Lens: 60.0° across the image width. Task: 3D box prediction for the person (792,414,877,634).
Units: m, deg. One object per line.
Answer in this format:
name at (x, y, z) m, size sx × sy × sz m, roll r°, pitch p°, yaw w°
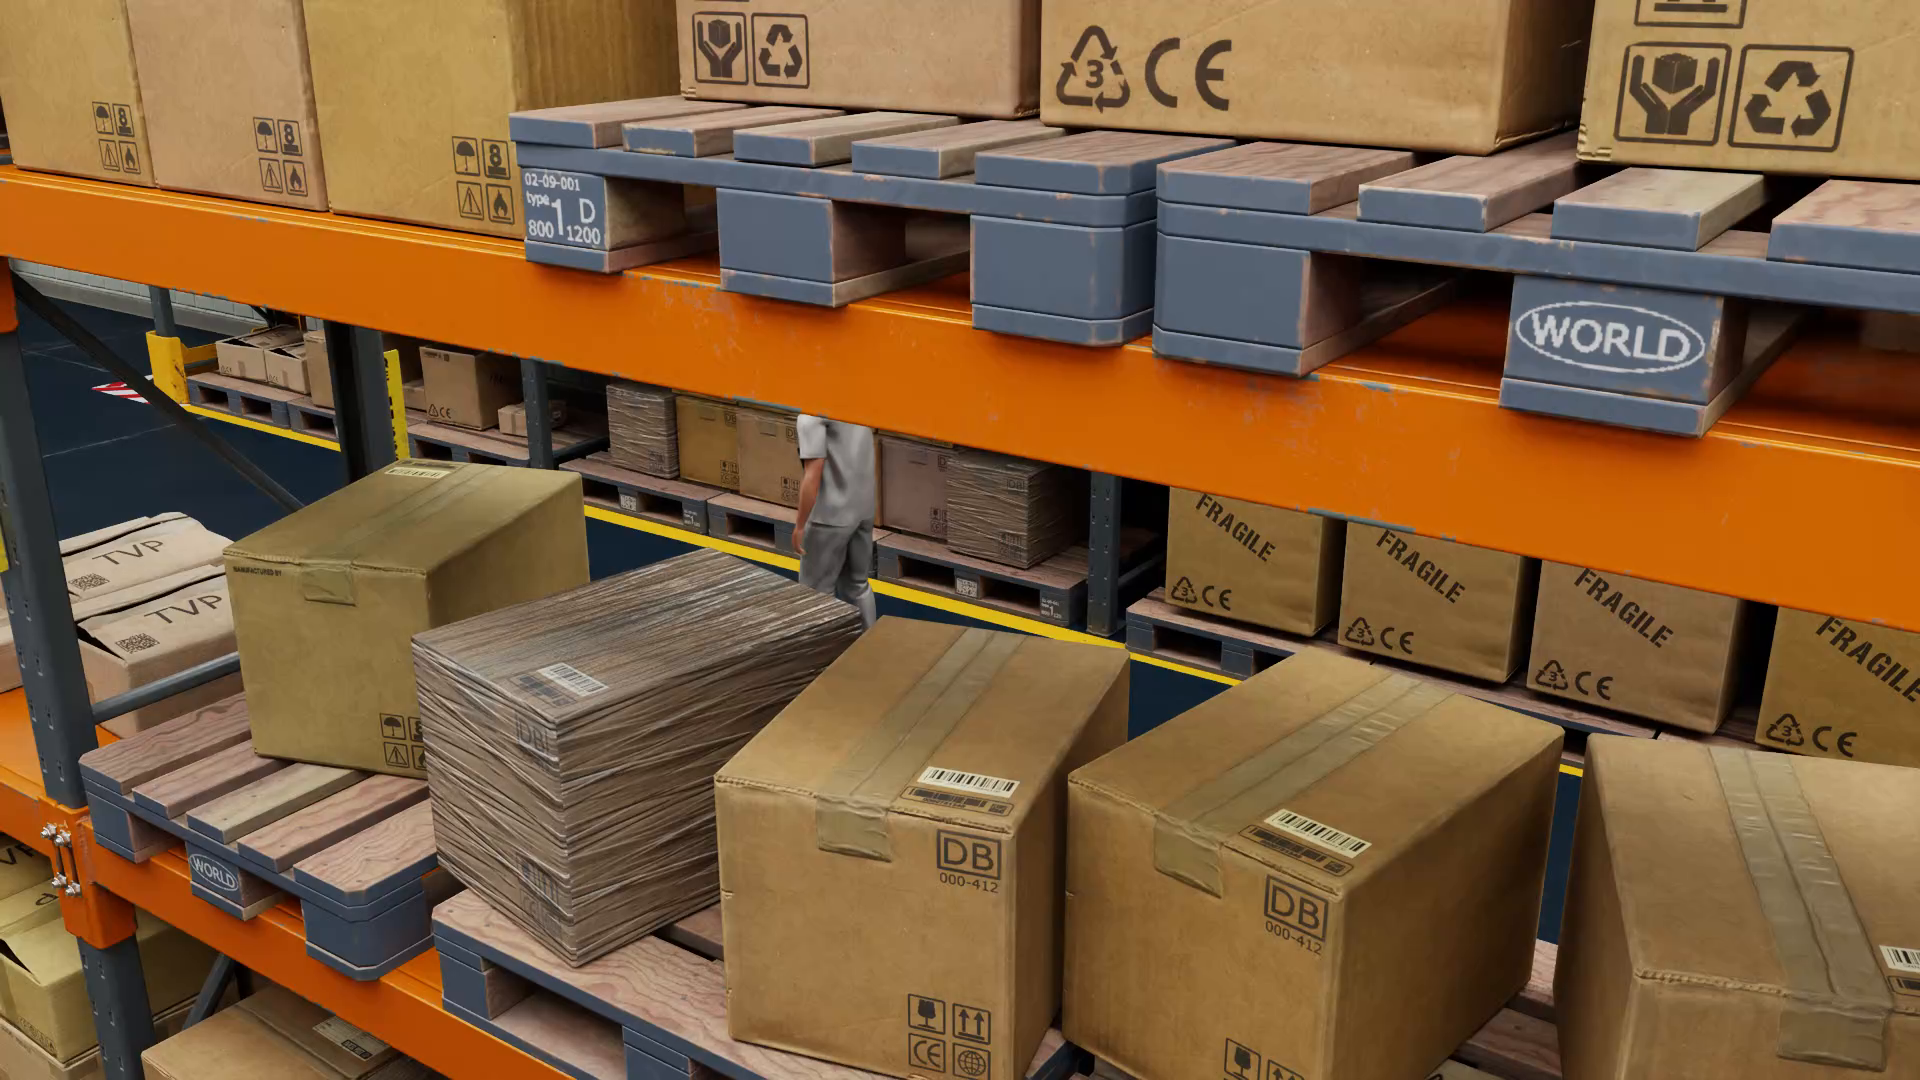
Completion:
person at (-0.579, -0.109, 7.376) m, size 0.408 × 1.673 × 0.513 m, roll 12°, pitch 23°, yaw 29°
